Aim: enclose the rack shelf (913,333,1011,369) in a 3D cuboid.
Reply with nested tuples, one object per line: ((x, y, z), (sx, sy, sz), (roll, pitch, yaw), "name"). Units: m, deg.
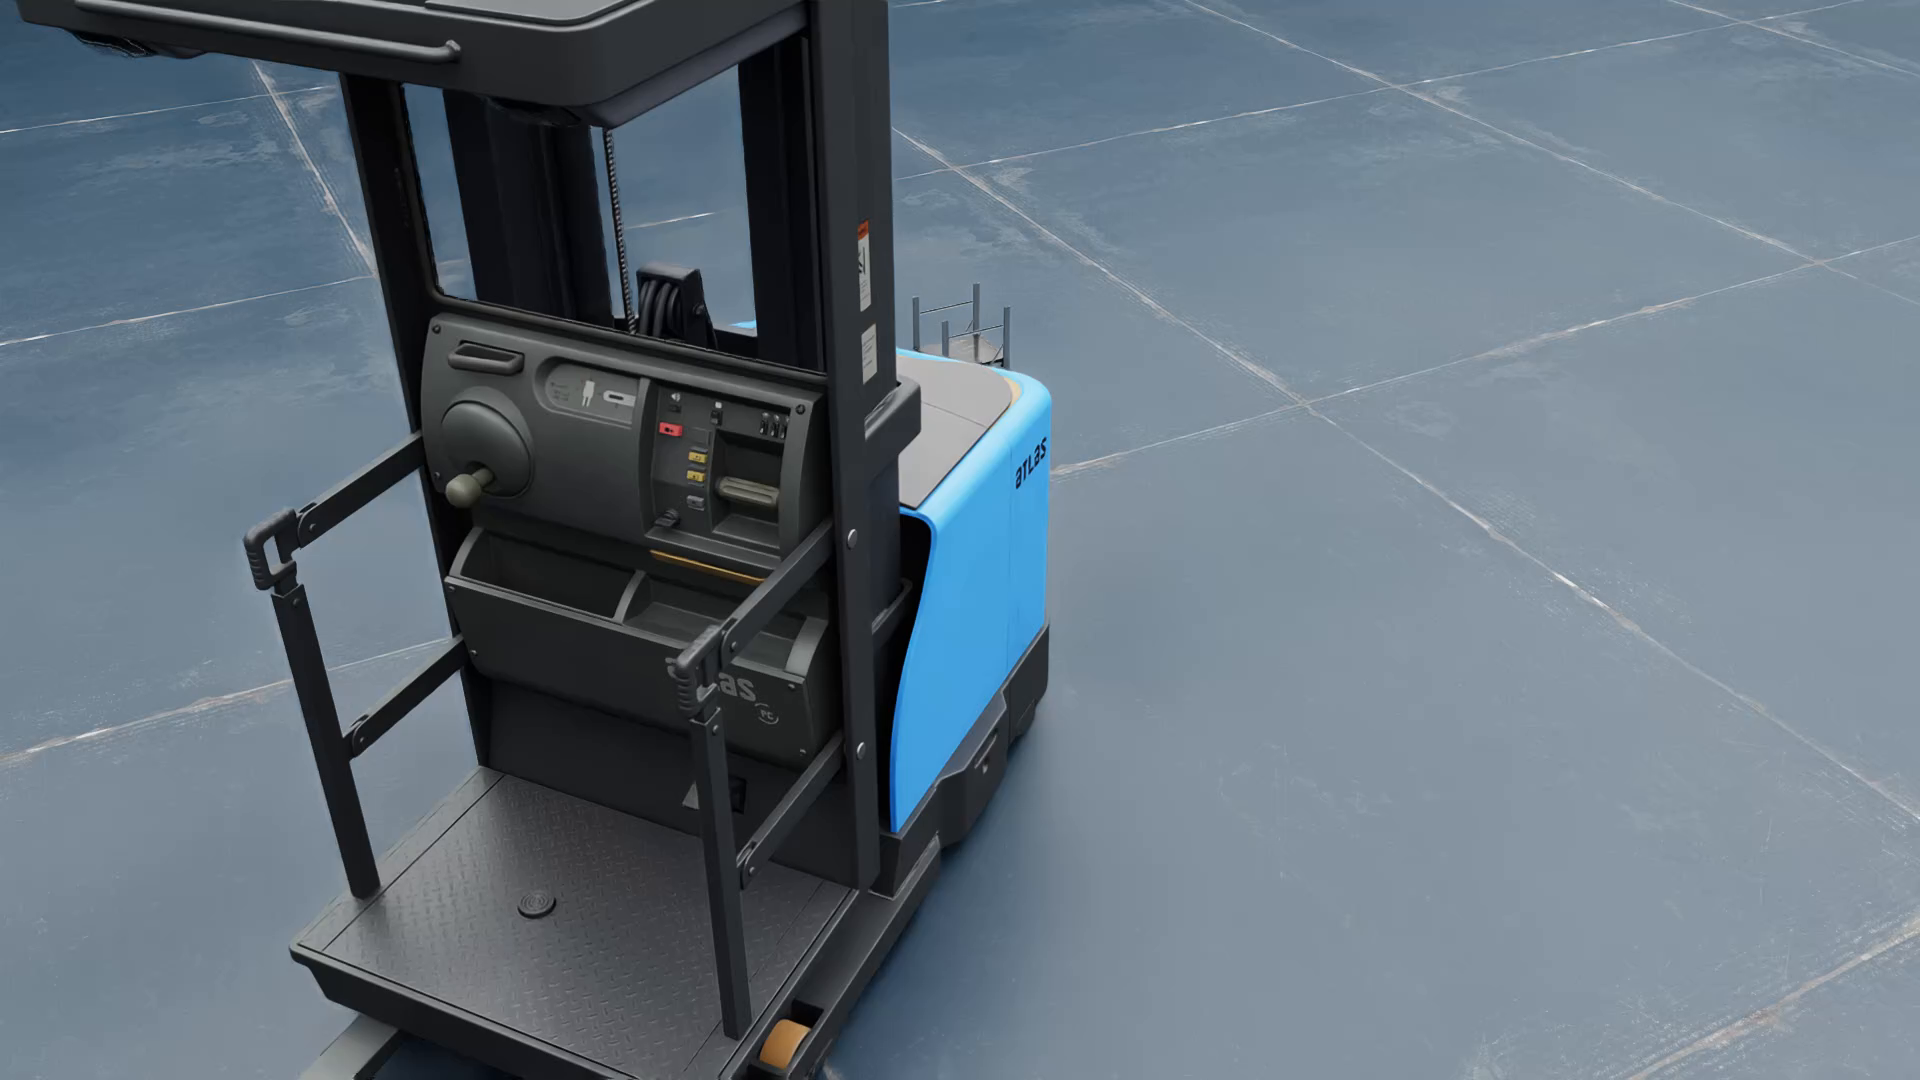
((0.004, -0.574, 5.374), (0.258, 0.077, 0.200), (-16, 36, -23), "rack shelf")

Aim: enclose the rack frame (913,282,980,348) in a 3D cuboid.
((-0.044, -0.424, 5.577), (0.240, 0.900, 0.006), (-16, 36, -23), "rack frame")

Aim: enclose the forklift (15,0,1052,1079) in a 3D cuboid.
((-0.807, -0.146, 3.261), (1.130, 2.935, 3.031), (14, 35, 20), "forklift")

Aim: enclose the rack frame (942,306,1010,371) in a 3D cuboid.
((0.051, -0.327, 5.425), (0.240, 0.900, 0.006), (-16, 36, -23), "rack frame")

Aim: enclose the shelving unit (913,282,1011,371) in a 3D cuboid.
((0.004, -0.375, 5.501), (0.258, 0.900, 0.210), (-16, 36, -23), "shelving unit")
